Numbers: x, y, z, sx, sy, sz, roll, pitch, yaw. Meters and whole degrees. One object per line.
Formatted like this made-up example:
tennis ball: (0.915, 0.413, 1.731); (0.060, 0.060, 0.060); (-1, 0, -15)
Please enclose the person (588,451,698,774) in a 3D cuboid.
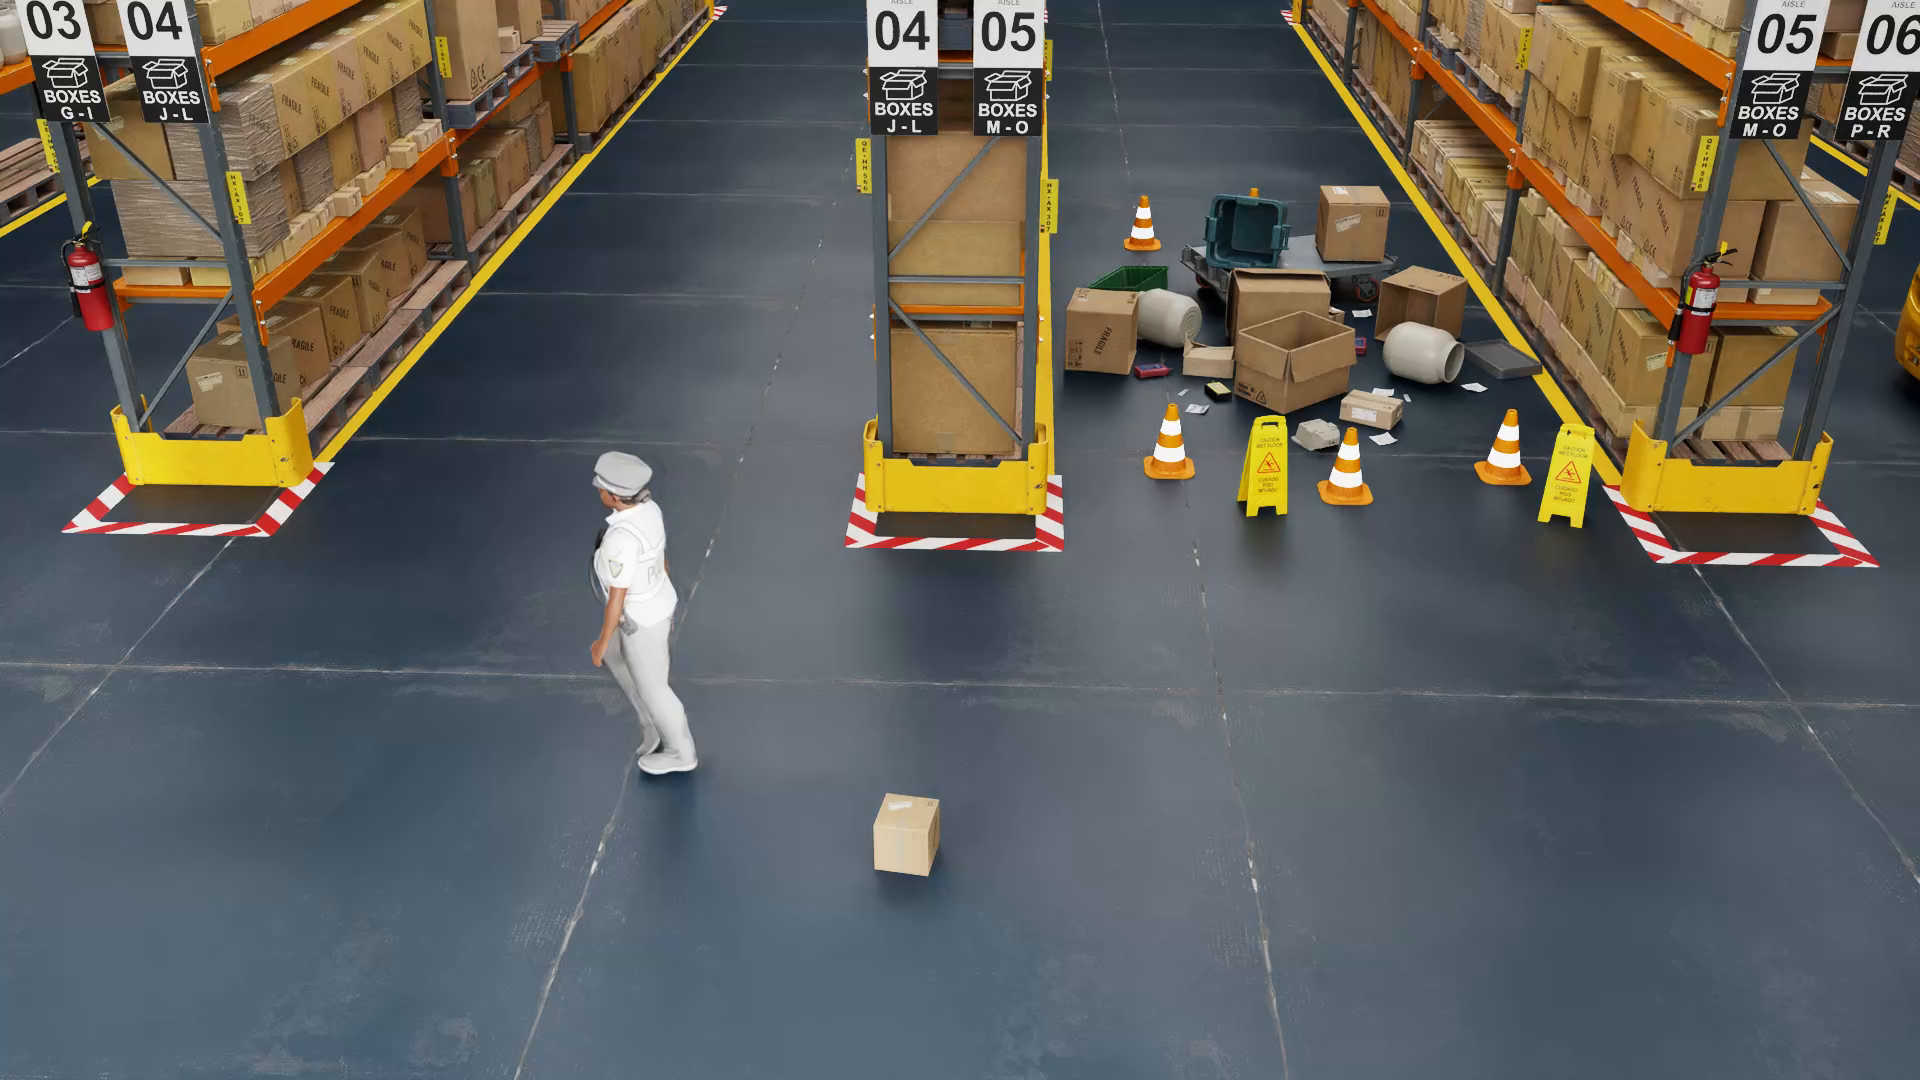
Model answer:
person: (-1.533, 0.393, 7.878); (0.481, 1.743, 0.464); (2, 28, 3)
